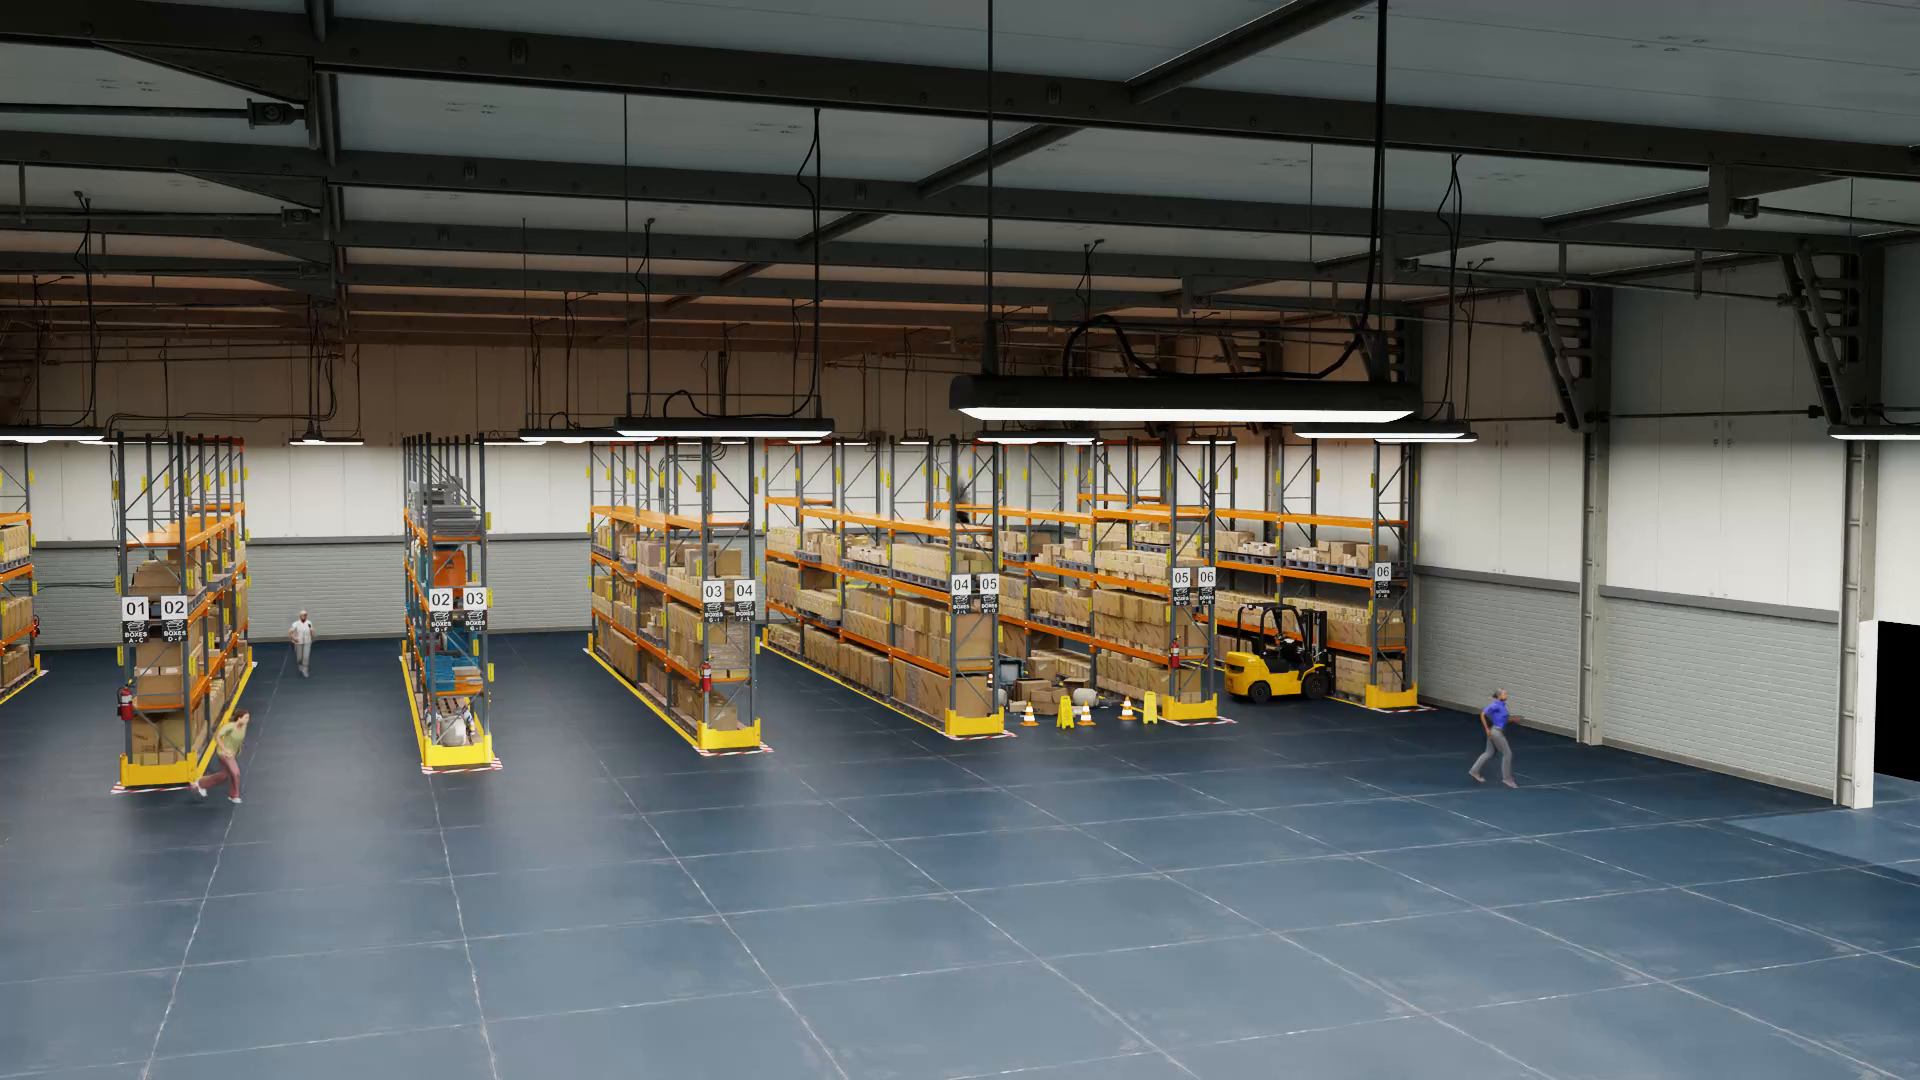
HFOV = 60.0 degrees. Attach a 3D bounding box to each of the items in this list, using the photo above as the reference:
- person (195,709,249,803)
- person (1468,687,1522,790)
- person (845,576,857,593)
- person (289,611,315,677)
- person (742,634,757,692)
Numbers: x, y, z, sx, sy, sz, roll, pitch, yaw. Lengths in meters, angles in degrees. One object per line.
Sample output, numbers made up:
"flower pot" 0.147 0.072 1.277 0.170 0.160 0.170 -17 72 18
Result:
"person" -11.925 3.489 26.917 0.975 1.552 0.576 1 3 14
"person" 9.032 3.328 28.056 0.863 1.704 0.547 1 3 23
"person" -3.290 1.890 48.428 0.694 1.719 0.573 -3 4 -39
"person" -16.533 2.603 41.802 0.590 1.648 0.597 -2 4 -30
"person" -5.076 2.701 39.347 0.579 1.756 0.751 -2 4 -28
